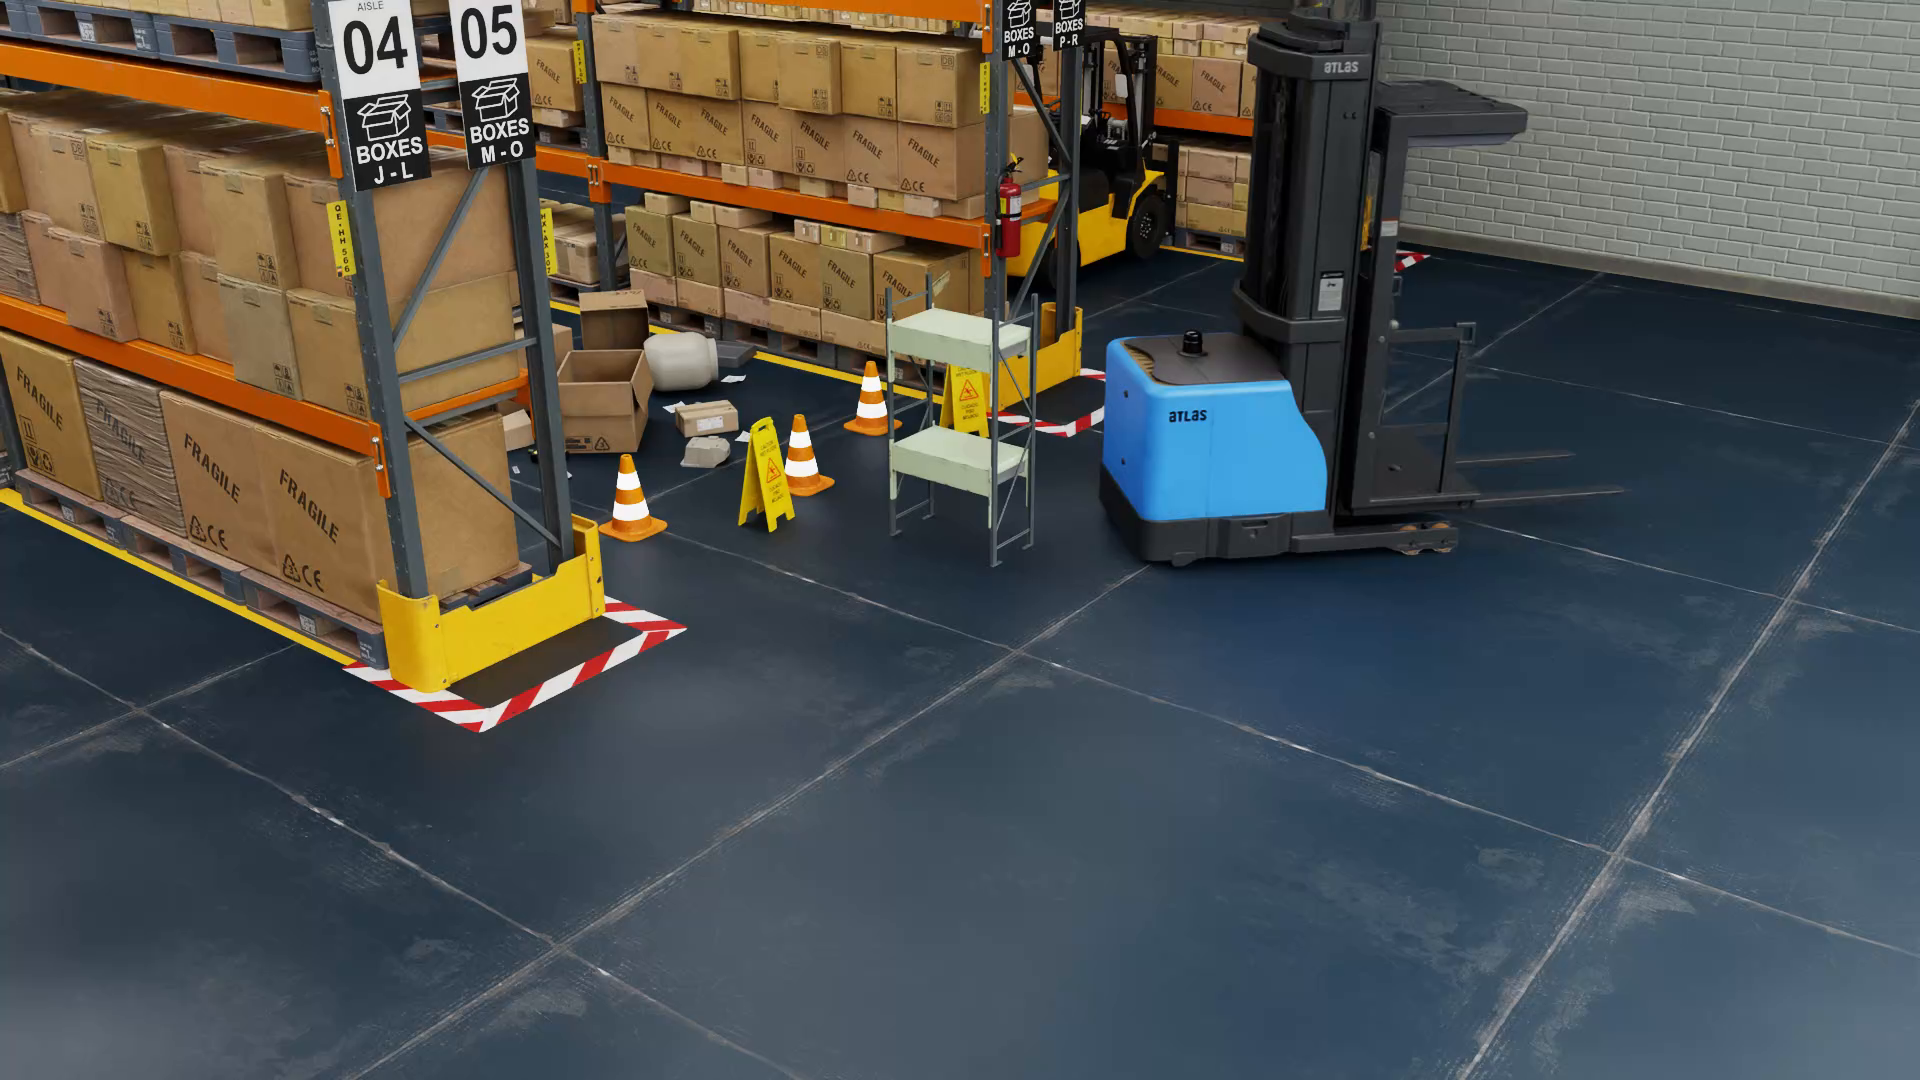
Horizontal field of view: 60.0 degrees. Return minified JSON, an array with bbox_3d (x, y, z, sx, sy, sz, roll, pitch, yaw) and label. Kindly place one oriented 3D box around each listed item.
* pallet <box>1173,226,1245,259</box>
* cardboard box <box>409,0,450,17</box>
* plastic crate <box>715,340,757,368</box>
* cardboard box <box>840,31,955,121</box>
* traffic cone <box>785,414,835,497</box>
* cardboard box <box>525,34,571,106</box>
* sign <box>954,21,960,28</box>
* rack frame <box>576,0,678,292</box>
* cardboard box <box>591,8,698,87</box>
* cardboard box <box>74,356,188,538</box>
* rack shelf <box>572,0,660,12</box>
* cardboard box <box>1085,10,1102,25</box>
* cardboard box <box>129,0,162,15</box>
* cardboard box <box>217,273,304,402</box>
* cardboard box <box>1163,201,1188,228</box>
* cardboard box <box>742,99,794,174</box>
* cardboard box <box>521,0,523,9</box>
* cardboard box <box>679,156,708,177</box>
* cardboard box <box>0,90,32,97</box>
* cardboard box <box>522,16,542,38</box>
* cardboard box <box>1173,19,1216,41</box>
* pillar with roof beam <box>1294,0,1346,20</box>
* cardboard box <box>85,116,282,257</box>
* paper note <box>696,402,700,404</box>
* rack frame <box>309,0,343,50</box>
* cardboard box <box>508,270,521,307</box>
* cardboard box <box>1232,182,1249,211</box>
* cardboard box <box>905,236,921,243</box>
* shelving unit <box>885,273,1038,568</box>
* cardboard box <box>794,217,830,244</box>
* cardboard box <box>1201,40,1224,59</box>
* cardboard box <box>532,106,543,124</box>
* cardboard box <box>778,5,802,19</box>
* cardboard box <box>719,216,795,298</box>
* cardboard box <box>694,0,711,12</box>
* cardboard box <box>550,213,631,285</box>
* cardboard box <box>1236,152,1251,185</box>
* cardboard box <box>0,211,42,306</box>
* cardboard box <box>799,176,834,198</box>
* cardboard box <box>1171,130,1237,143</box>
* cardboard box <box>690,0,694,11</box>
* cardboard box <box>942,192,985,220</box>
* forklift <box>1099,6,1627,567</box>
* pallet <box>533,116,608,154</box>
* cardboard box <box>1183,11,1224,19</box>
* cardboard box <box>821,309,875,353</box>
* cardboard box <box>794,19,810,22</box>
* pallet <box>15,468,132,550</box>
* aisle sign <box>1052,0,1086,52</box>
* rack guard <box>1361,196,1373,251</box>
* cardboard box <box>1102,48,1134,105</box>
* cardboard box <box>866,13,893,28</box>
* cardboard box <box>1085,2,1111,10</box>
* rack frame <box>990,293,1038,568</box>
[{"bbox_3d":[2.850,-2.974,16.238,1.213,0.211,1.003,17,29,33],"label":"pallet"},{"bbox_3d":[-2.457,-2.537,7.733,0.250,0.149,0.380,17,29,34],"label":"cardboard box"},{"bbox_3d":[-1.923,-1.463,12.972,0.583,0.080,0.402,7,25,15],"label":"plastic crate"},{"bbox_3d":[-0.427,-3.293,11.772,0.500,0.500,0.700,17,29,34],"label":"cardboard box"},{"bbox_3d":[-0.998,-0.563,10.453,0.334,0.463,0.336,17,29,33],"label":"traffic cone"},{"bbox_3d":[-3.592,-3.975,14.037,0.500,0.500,0.500,17,29,34],"label":"cardboard box"},{"bbox_3d":[-0.031,-5.362,16.862,0.005,0.325,0.100,17,29,33],"label":"sign"},{"bbox_3d":[-2.688,-3.443,13.845,0.127,3.000,1.000,17,29,33],"label":"rack frame"},{"bbox_3d":[-2.466,-3.907,13.163,0.500,0.500,0.700,16,29,33],"label":"cardboard box"},{"bbox_3d":[-4.391,-0.650,9.620,0.875,0.875,0.875,17,29,34],"label":"cardboard box"},{"bbox_3d":[-4.288,-4.971,14.483,4.000,0.370,1.077,17,29,33],"label":"rack shelf"},{"bbox_3d":[1.205,-5.109,16.329,0.250,0.149,0.380,16,29,32],"label":"cardboard box"},{"bbox_3d":[-3.659,-2.568,7.804,0.250,0.149,0.380,16,29,33],"label":"cardboard box"},{"bbox_3d":[-3.152,-1.124,8.396,0.550,0.550,0.875,17,29,33],"label":"cardboard box"},{"bbox_3d":[2.135,-3.271,16.344,0.500,0.250,0.500,17,29,34],"label":"cardboard box"},{"bbox_3d":[-1.277,-3.074,12.513,0.500,0.500,0.500,17,29,34],"label":"cardboard box"},{"bbox_3d":[-5.448,-6.904,21.054,0.500,0.500,0.700,17,29,34],"label":"cardboard box"},{"bbox_3d":[-1.987,-2.979,13.103,0.250,0.149,0.380,18,29,35],"label":"cardboard box"},{"bbox_3d":[-5.976,-2.443,10.211,0.500,0.500,0.700,16,29,32],"label":"cardboard box"},{"bbox_3d":[-3.752,-4.316,14.006,0.250,0.149,0.380,16,28,32],"label":"cardboard box"},{"bbox_3d":[2.203,-4.791,15.607,0.250,0.149,0.380,18,29,35],"label":"cardboard box"},{"bbox_3d":[0.889,-5.894,11.967,0.400,9.000,9.100,17,29,33],"label":"pillar with roof beam"},{"bbox_3d":[-4.013,-1.888,8.790,0.500,0.550,0.875,17,29,33],"label":"cardboard box"},{"bbox_3d":[-1.855,-0.977,11.955,0.123,0.001,0.032,17,29,33],"label":"paper note"},{"bbox_3d":[-2.375,-3.600,6.760,0.127,3.000,1.000,17,29,33],"label":"rack frame"},{"bbox_3d":[-3.731,-2.065,12.876,0.500,0.500,0.500,17,29,33],"label":"cardboard box"},{"bbox_3d":[2.910,-3.258,15.694,0.500,0.250,0.500,16,29,33],"label":"cardboard box"},{"bbox_3d":[-0.407,-2.168,12.910,0.500,0.500,0.500,16,28,31],"label":"cardboard box"},{"bbox_3d":[0.005,-0.685,9.444,0.755,1.500,0.431,17,29,33],"label":"shelving unit"},{"bbox_3d":[-1.027,-2.353,12.525,0.250,0.149,0.380,18,30,35],"label":"cardboard box"},{"bbox_3d":[2.457,-4.613,15.571,0.250,0.149,0.380,17,29,33],"label":"cardboard box"},{"bbox_3d":[-3.465,-3.625,14.049,0.250,0.149,0.380,16,28,32],"label":"cardboard box"},{"bbox_3d":[-1.797,-5.875,18.435,0.250,0.149,0.380,18,29,34],"label":"cardboard box"},{"bbox_3d":[-1.528,-2.239,13.071,0.500,0.500,0.500,19,30,36],"label":"cardboard box"},{"bbox_3d":[-2.836,-6.184,19.136,0.250,0.149,0.380,18,29,35],"label":"cardboard box"},{"bbox_3d":[-3.109,-2.559,14.576,0.625,0.372,0.950,17,29,34],"label":"cardboard box"},{"bbox_3d":[2.932,-3.481,15.579,0.500,0.250,0.500,18,29,35],"label":"cardboard box"},{"bbox_3d":[-5.273,-1.805,9.941,0.550,0.550,0.875,17,29,33],"label":"cardboard box"},{"bbox_3d":[-0.980,-2.669,12.400,0.250,0.149,0.380,16,29,33],"label":"cardboard box"},{"bbox_3d":[2.420,-3.891,16.511,0.500,0.250,0.500,17,29,33],"label":"cardboard box"},{"bbox_3d":[-3.232,-6.426,19.969,0.500,0.500,0.500,18,30,36],"label":"cardboard box"},{"bbox_3d":[0.086,-2.383,11.749,0.250,0.149,0.380,18,29,35],"label":"cardboard box"},{"bbox_3d":[2.413,-1.460,9.429,3.031,2.935,1.130,-4,24,-9],"label":"forklift"},{"bbox_3d":[-3.212,-3.587,14.410,1.213,0.211,1.003,17,29,33],"label":"pallet"},{"bbox_3d":[2.372,-5.056,16.208,0.250,0.149,0.380,16,28,32],"label":"cardboard box"},{"bbox_3d":[-0.705,-1.647,12.656,0.500,0.250,0.500,17,29,33],"label":"cardboard box"},{"bbox_3d":[-1.474,-5.618,18.346,0.500,0.250,0.500,17,29,34],"label":"cardboard box"},{"bbox_3d":[-5.014,-0.337,10.252,1.213,0.211,1.003,17,29,33],"label":"pallet"},{"bbox_3d":[0.749,-3.751,11.319,0.004,0.787,0.394,17,29,33],"label":"aisle sign"},{"bbox_3d":[3.506,-2.929,15.777,0.348,0.500,1.175,17,29,33],"label":"rack guard"},{"bbox_3d":[1.707,-4.529,16.185,0.500,0.500,0.500,17,29,34],"label":"cardboard box"},{"bbox_3d":[-0.792,-5.553,17.704,0.250,0.149,0.380,16,28,32],"label":"cardboard box"},{"bbox_3d":[1.357,-5.371,16.922,0.250,0.149,0.380,16,28,32],"label":"cardboard box"},{"bbox_3d":[0.298,-0.596,9.243,0.023,1.500,0.400,17,29,33],"label":"rack frame"}]
